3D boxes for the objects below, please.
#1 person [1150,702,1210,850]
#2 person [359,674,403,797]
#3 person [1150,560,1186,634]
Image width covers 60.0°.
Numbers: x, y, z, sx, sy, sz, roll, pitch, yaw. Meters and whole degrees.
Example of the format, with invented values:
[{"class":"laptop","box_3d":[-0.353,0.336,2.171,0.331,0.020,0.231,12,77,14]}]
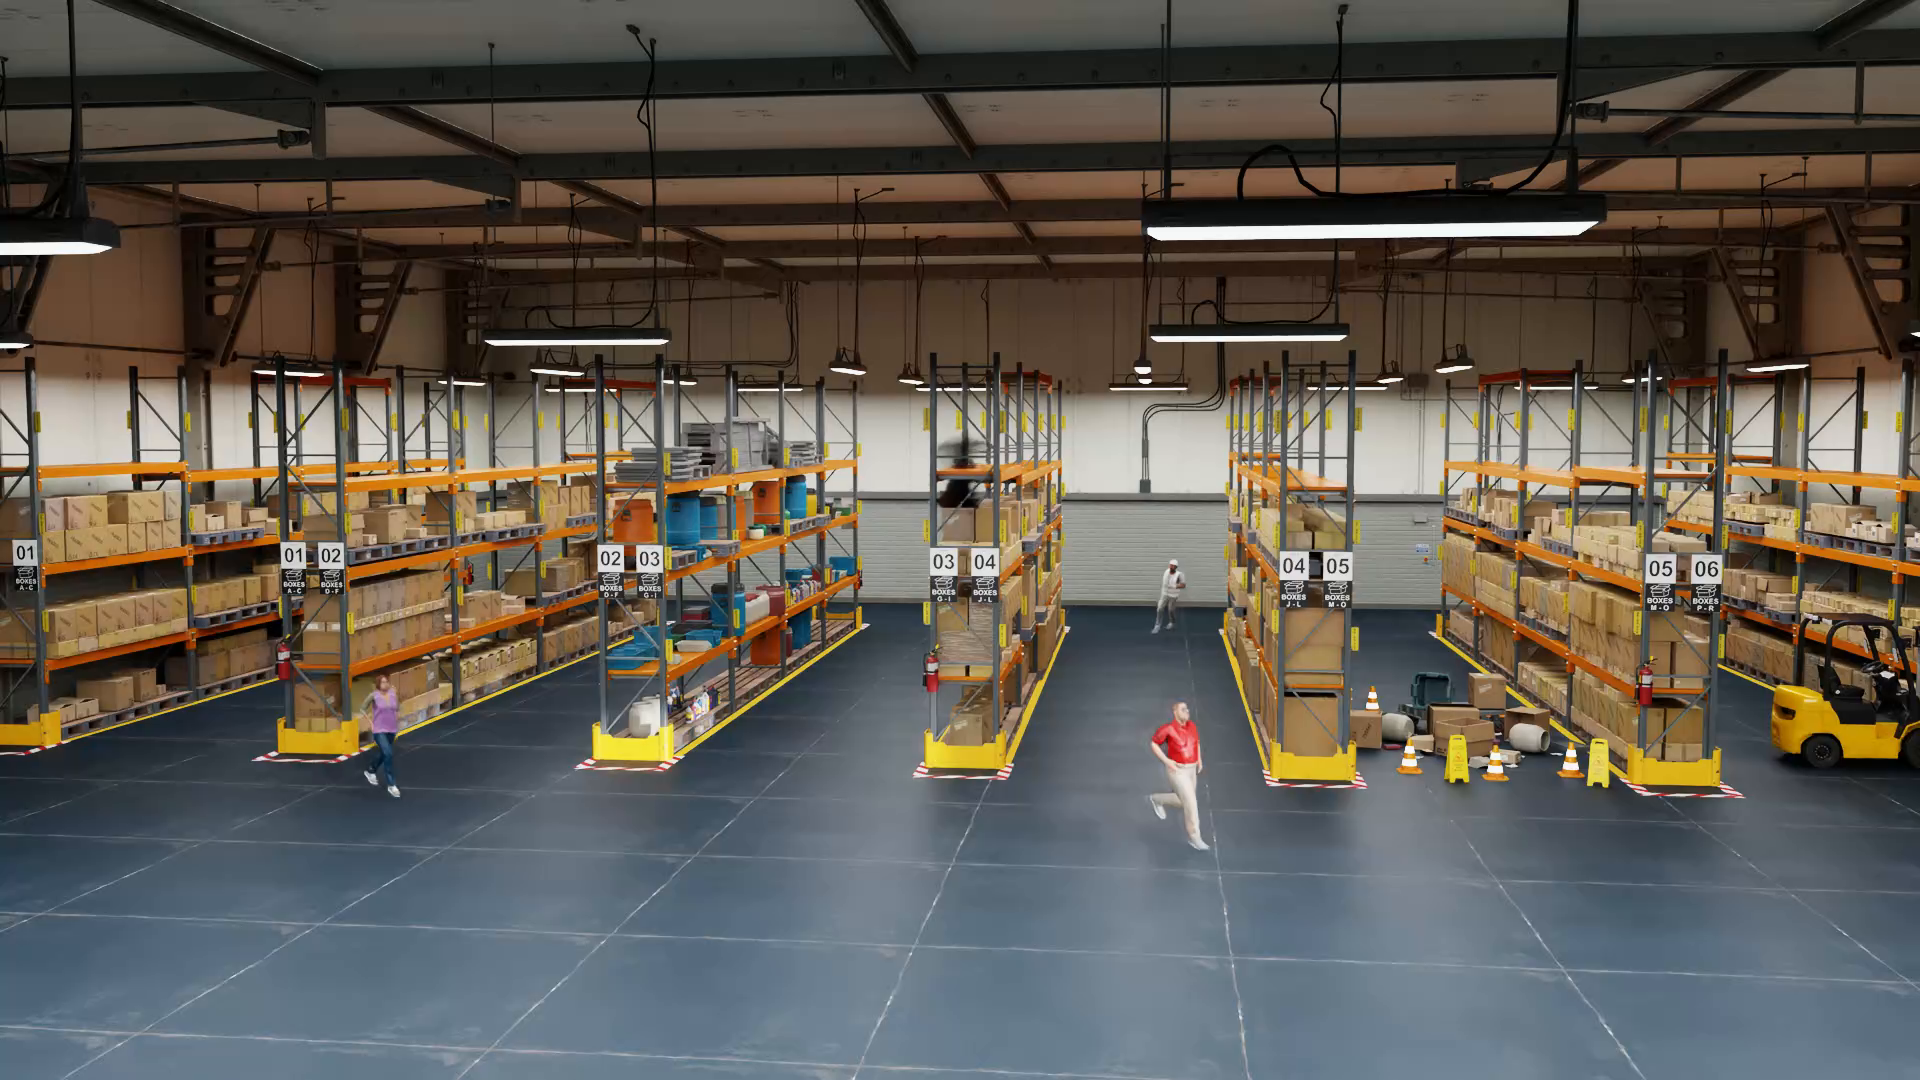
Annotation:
[{"class":"person","box_3d":[2.619,2.781,19.851,0.643,1.713,1.018,-4,6,-43]},{"class":"person","box_3d":[-7.796,2.611,22.497,0.817,1.617,0.523,3,5,38]},{"class":"person","box_3d":[5.037,1.339,39.512,0.759,1.783,0.869,3,5,33]}]
